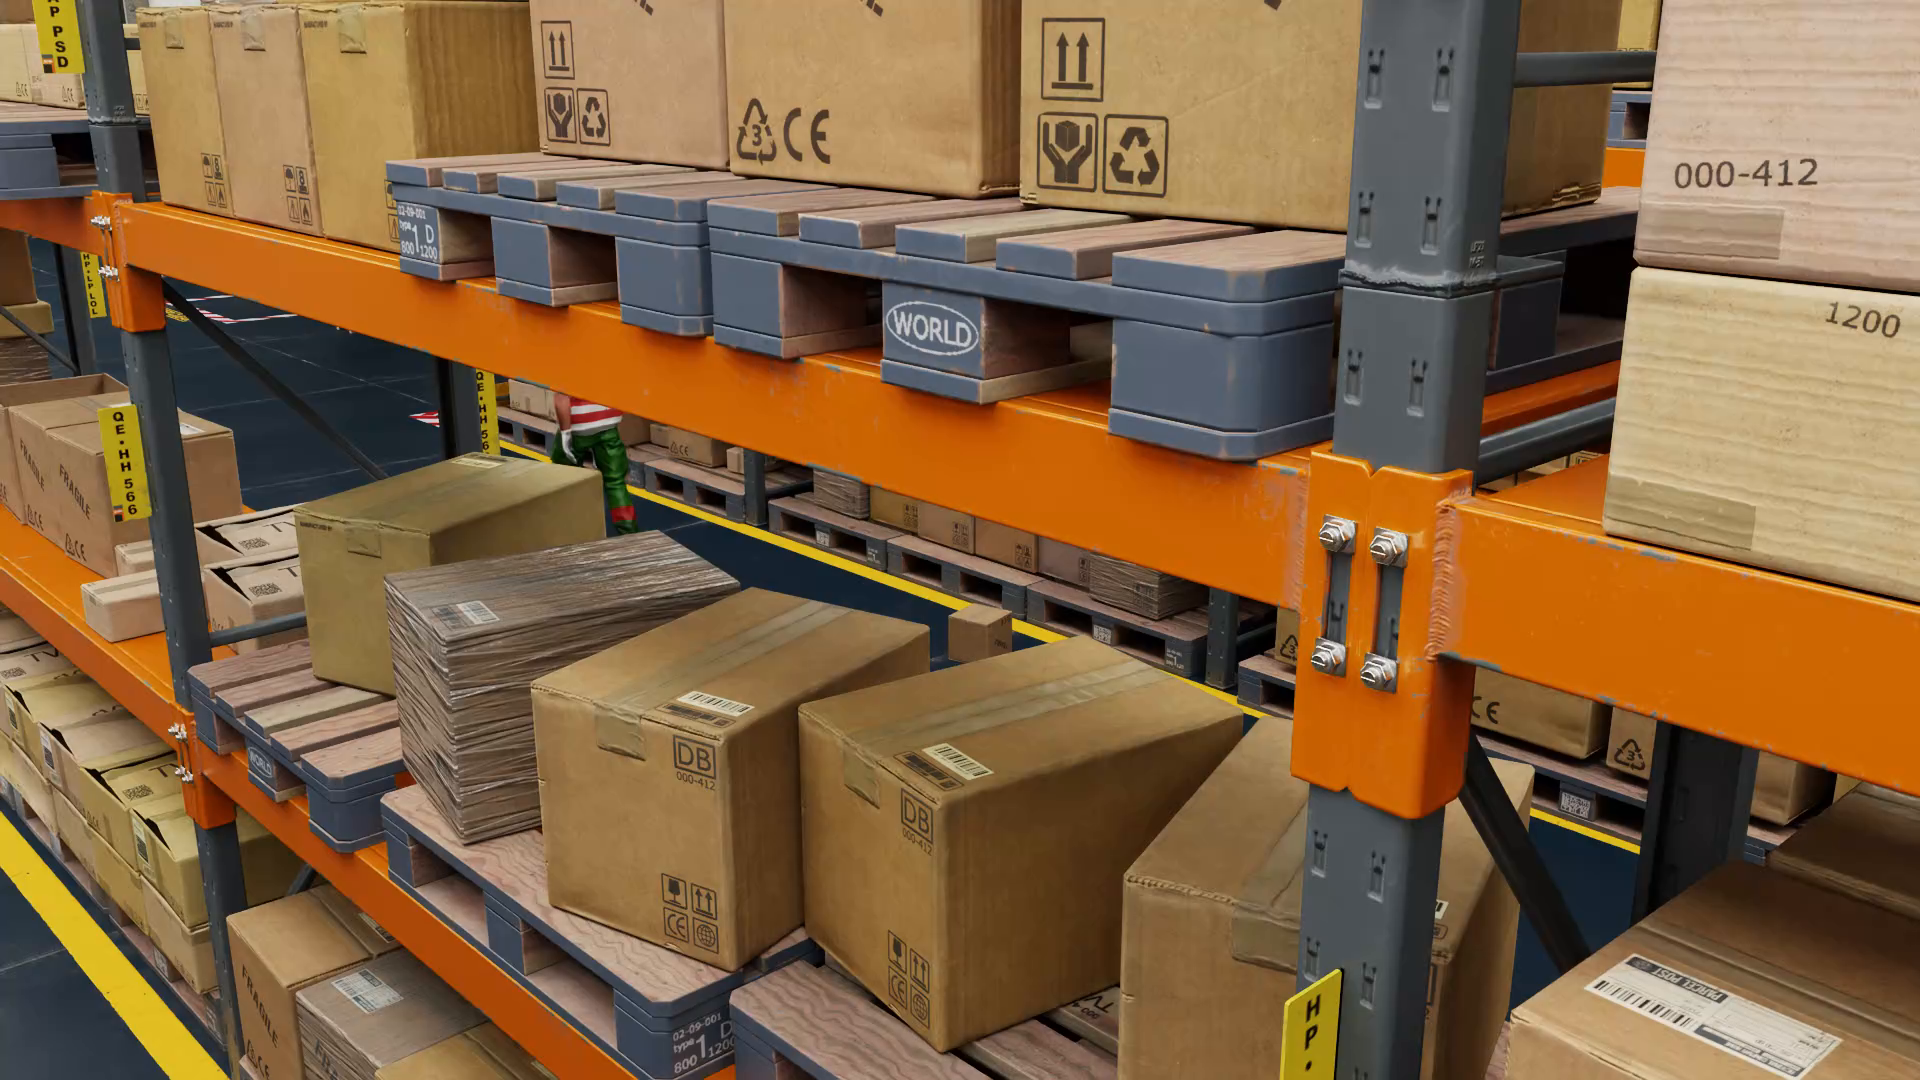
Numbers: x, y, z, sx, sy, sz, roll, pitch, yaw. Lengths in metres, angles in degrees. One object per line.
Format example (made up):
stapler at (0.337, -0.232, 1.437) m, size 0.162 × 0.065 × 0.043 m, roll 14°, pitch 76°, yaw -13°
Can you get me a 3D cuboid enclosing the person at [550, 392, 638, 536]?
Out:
person at (-2.343, -0.736, 10.367) m, size 0.523 × 1.731 × 1.054 m, roll -12°, pitch 21°, yaw -33°
